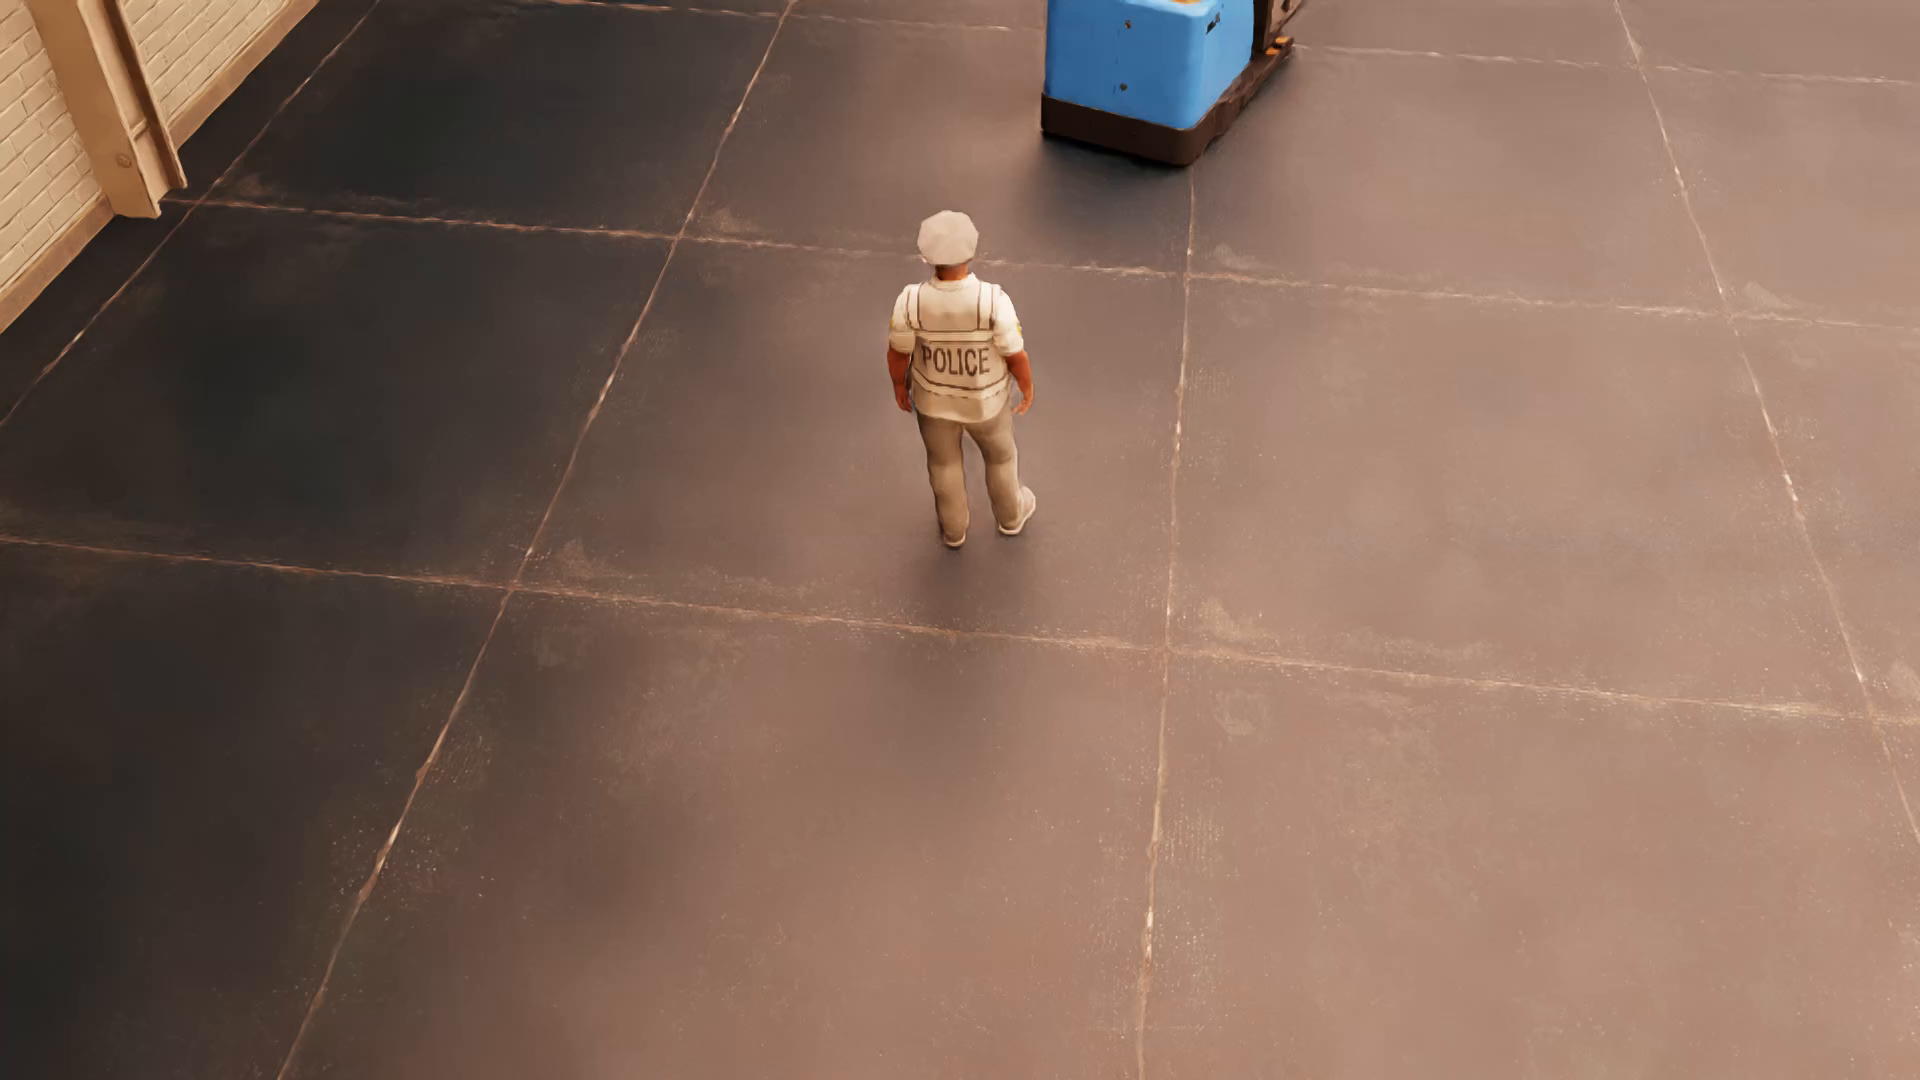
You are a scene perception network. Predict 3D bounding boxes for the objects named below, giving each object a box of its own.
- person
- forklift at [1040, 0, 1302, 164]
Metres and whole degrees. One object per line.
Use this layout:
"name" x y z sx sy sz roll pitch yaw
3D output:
"person" 0.022 -0.712 7.339 0.640 1.778 0.574 5 43 6
"forklift" 1.647 -4.404 10.519 1.130 2.935 3.031 19 46 20
